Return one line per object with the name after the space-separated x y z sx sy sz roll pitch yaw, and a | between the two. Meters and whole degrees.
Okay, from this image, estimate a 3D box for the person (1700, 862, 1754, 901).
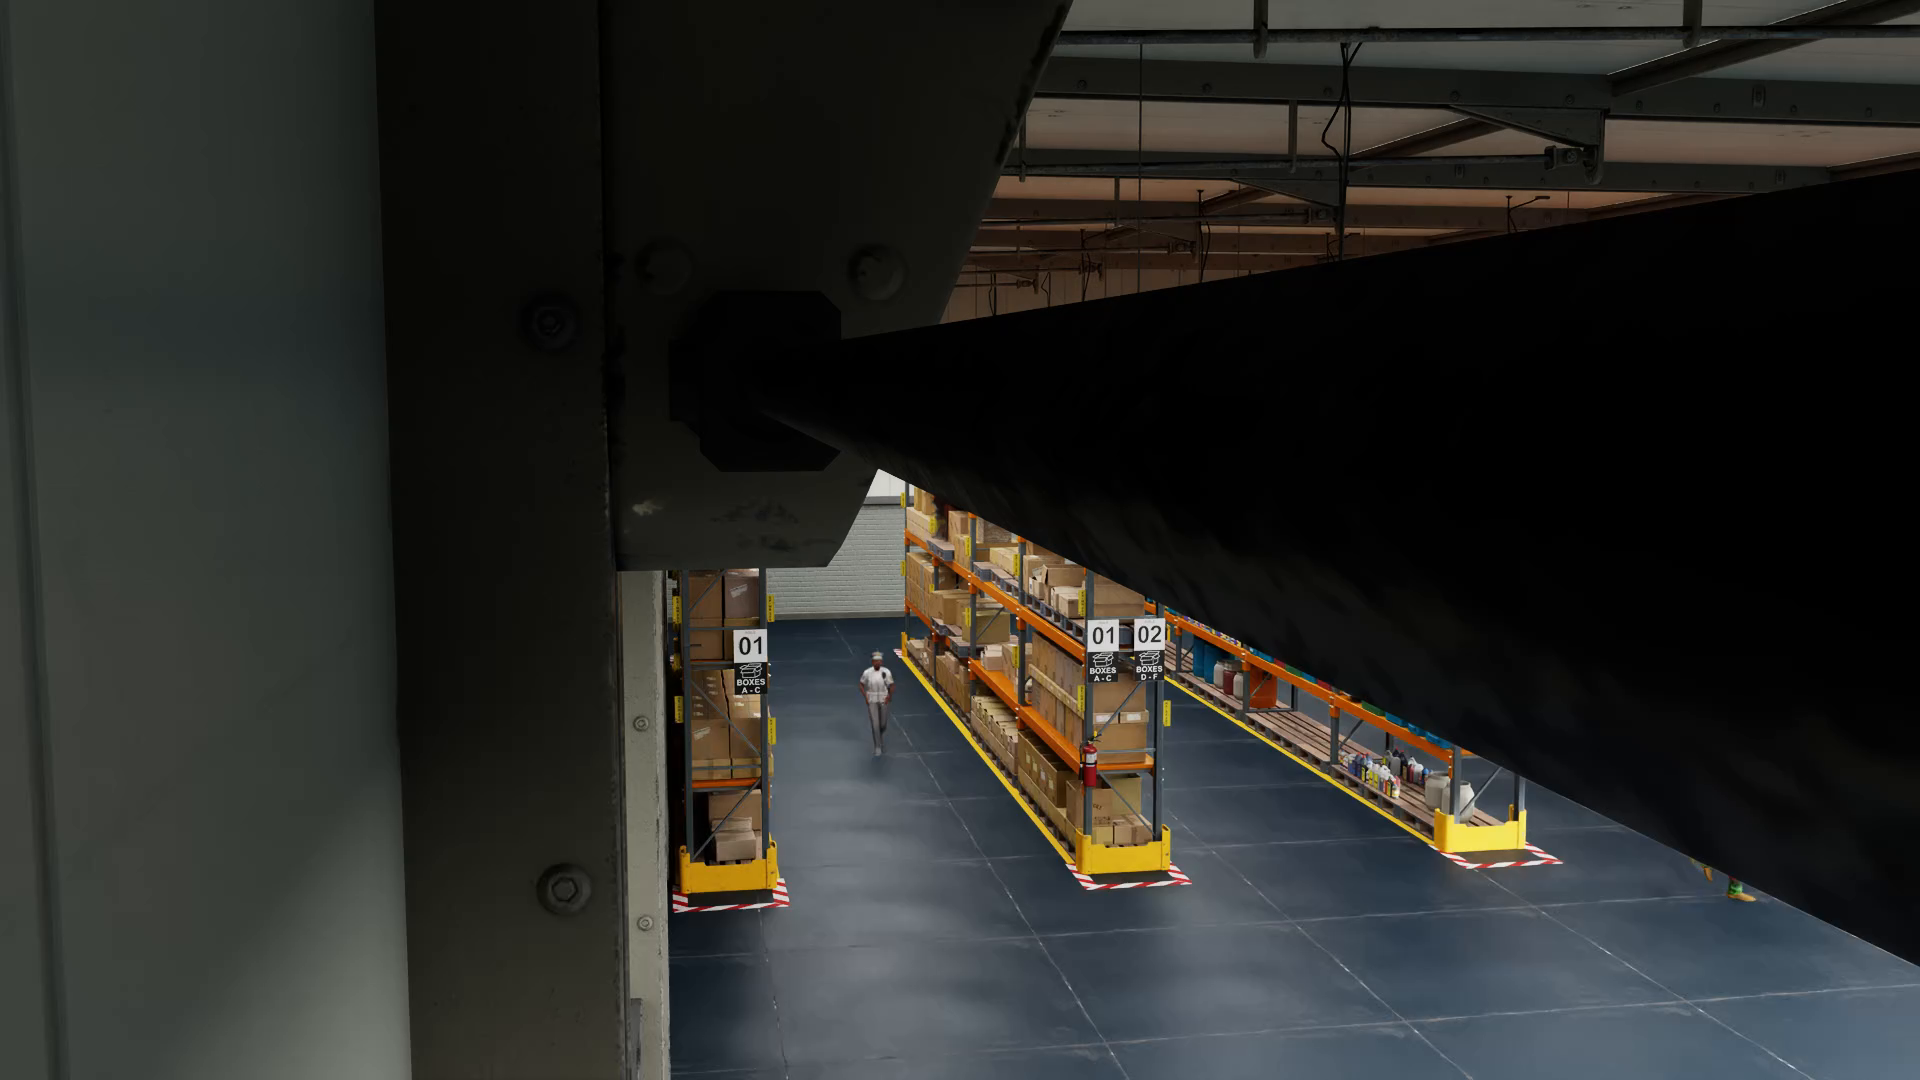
9.143 3.424 19.770 0.607 1.742 0.679 3 7 26 | person

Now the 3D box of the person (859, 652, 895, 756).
-1.369 2.662 27.449 0.590 1.683 0.743 -1 6 -9 | person
